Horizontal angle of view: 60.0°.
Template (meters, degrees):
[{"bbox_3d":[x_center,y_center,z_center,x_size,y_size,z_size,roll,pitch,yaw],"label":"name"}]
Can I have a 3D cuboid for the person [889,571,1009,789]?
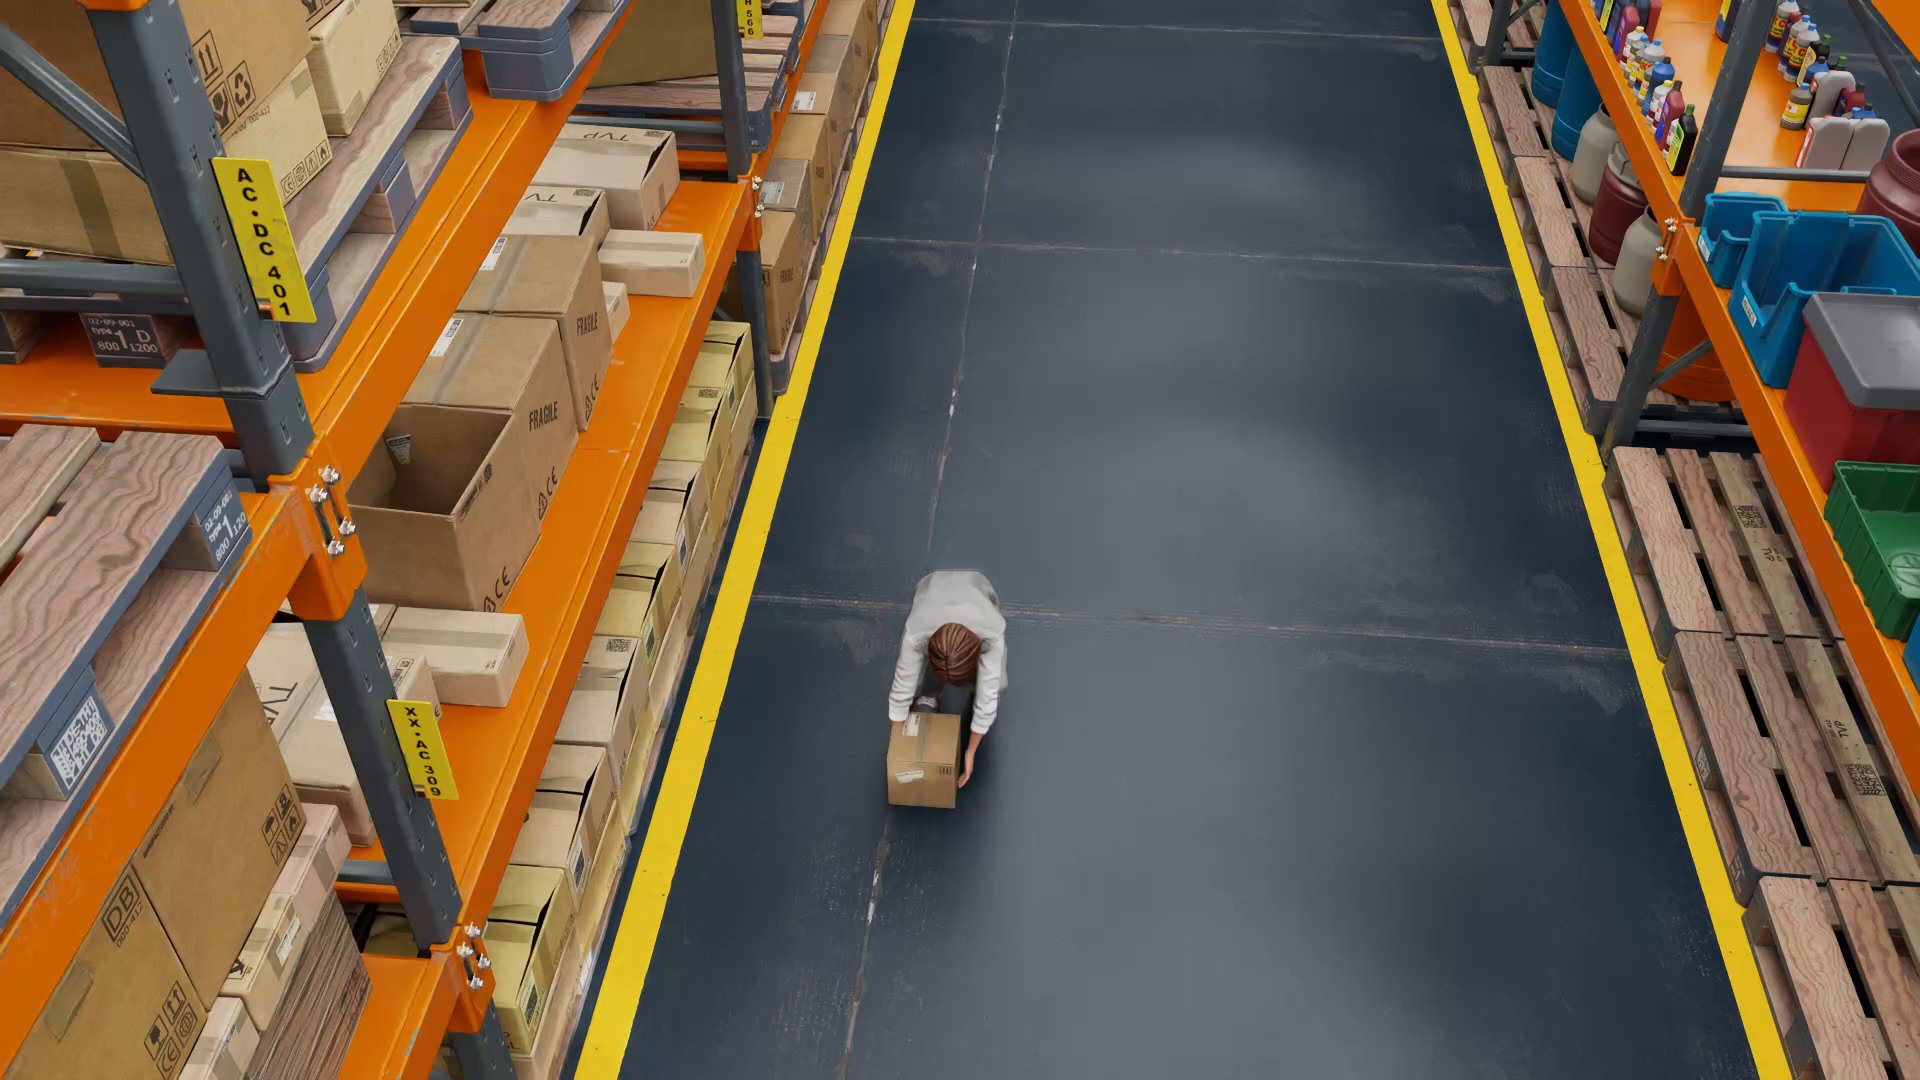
[{"bbox_3d":[-0.026,0.435,6.286,0.439,0.784,0.803,4,41,4],"label":"person"}]
